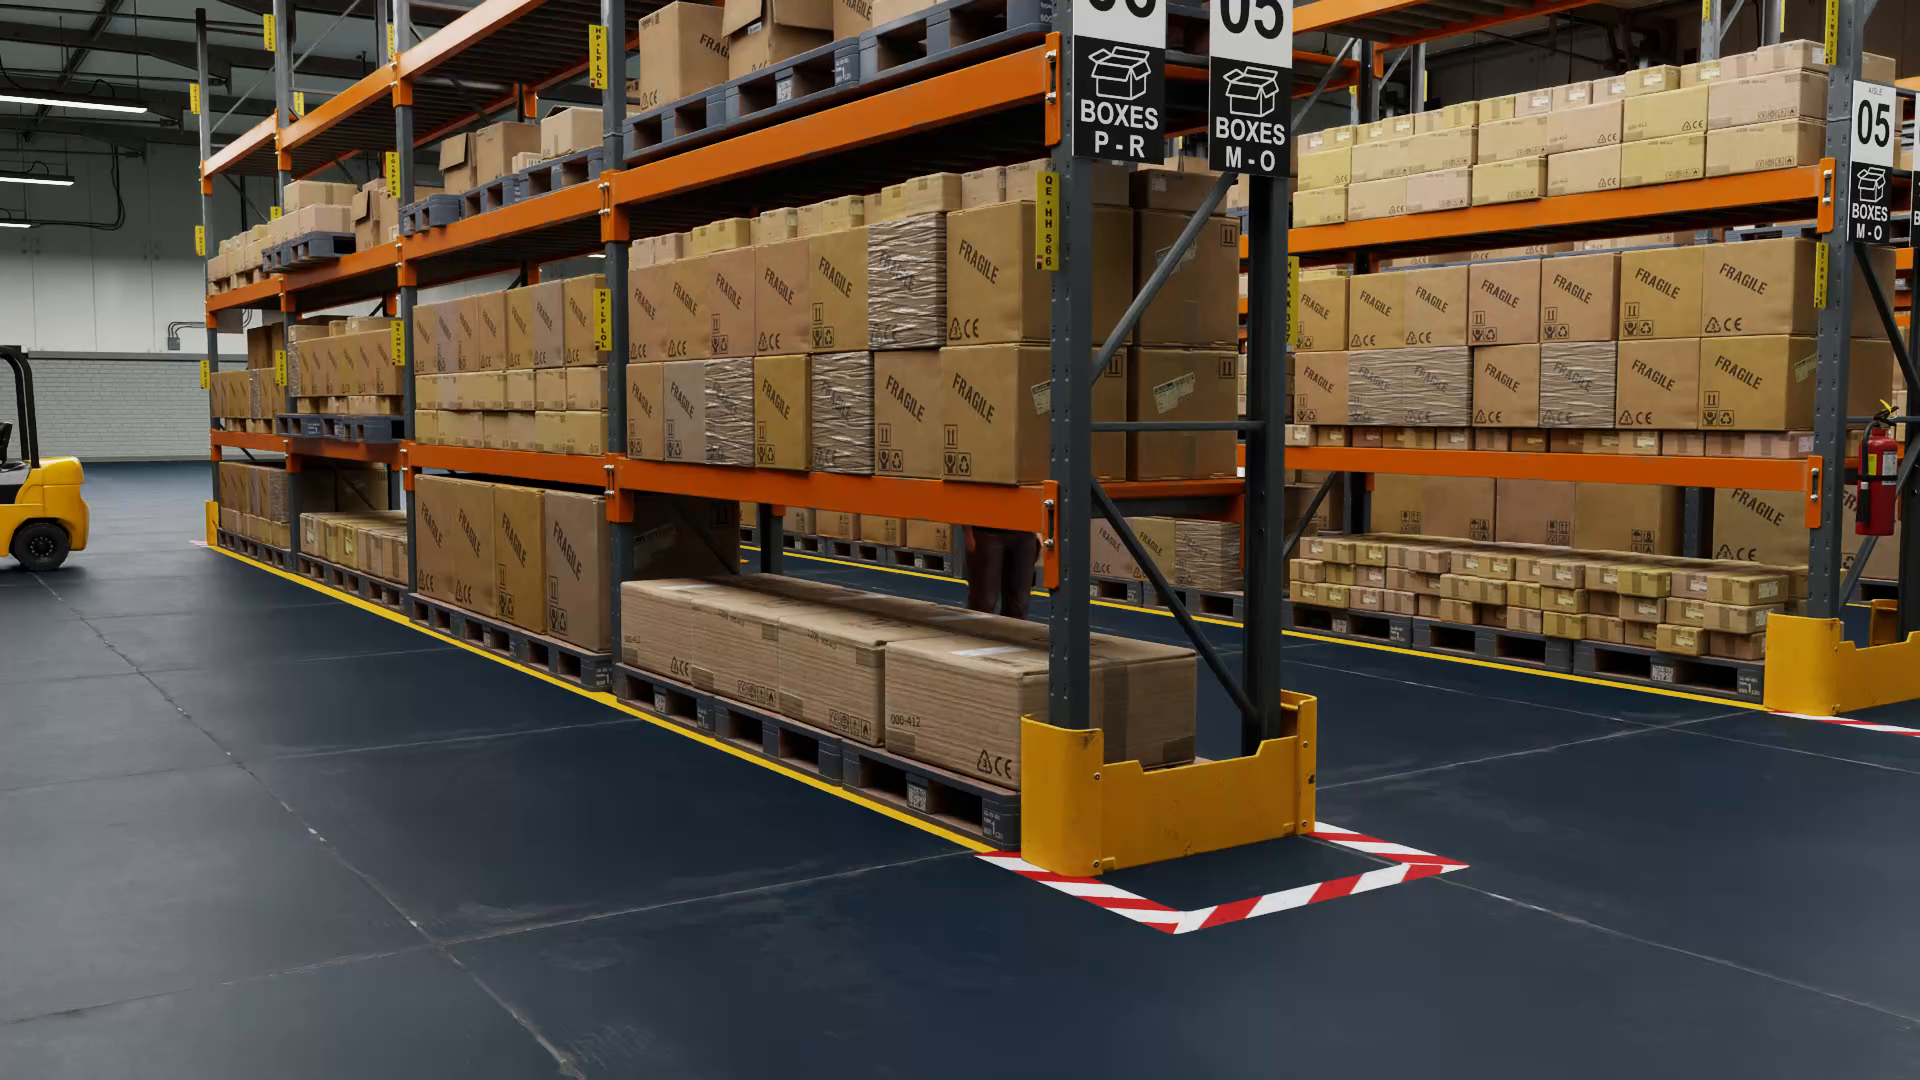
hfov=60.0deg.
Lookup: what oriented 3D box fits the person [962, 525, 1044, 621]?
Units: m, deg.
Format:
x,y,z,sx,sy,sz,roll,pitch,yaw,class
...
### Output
x,y,z,sx,sy,sz,roll,pitch,yaw,class
0.240,-0.014,9.172,0.531,1.725,0.358,-3,5,-32,person
